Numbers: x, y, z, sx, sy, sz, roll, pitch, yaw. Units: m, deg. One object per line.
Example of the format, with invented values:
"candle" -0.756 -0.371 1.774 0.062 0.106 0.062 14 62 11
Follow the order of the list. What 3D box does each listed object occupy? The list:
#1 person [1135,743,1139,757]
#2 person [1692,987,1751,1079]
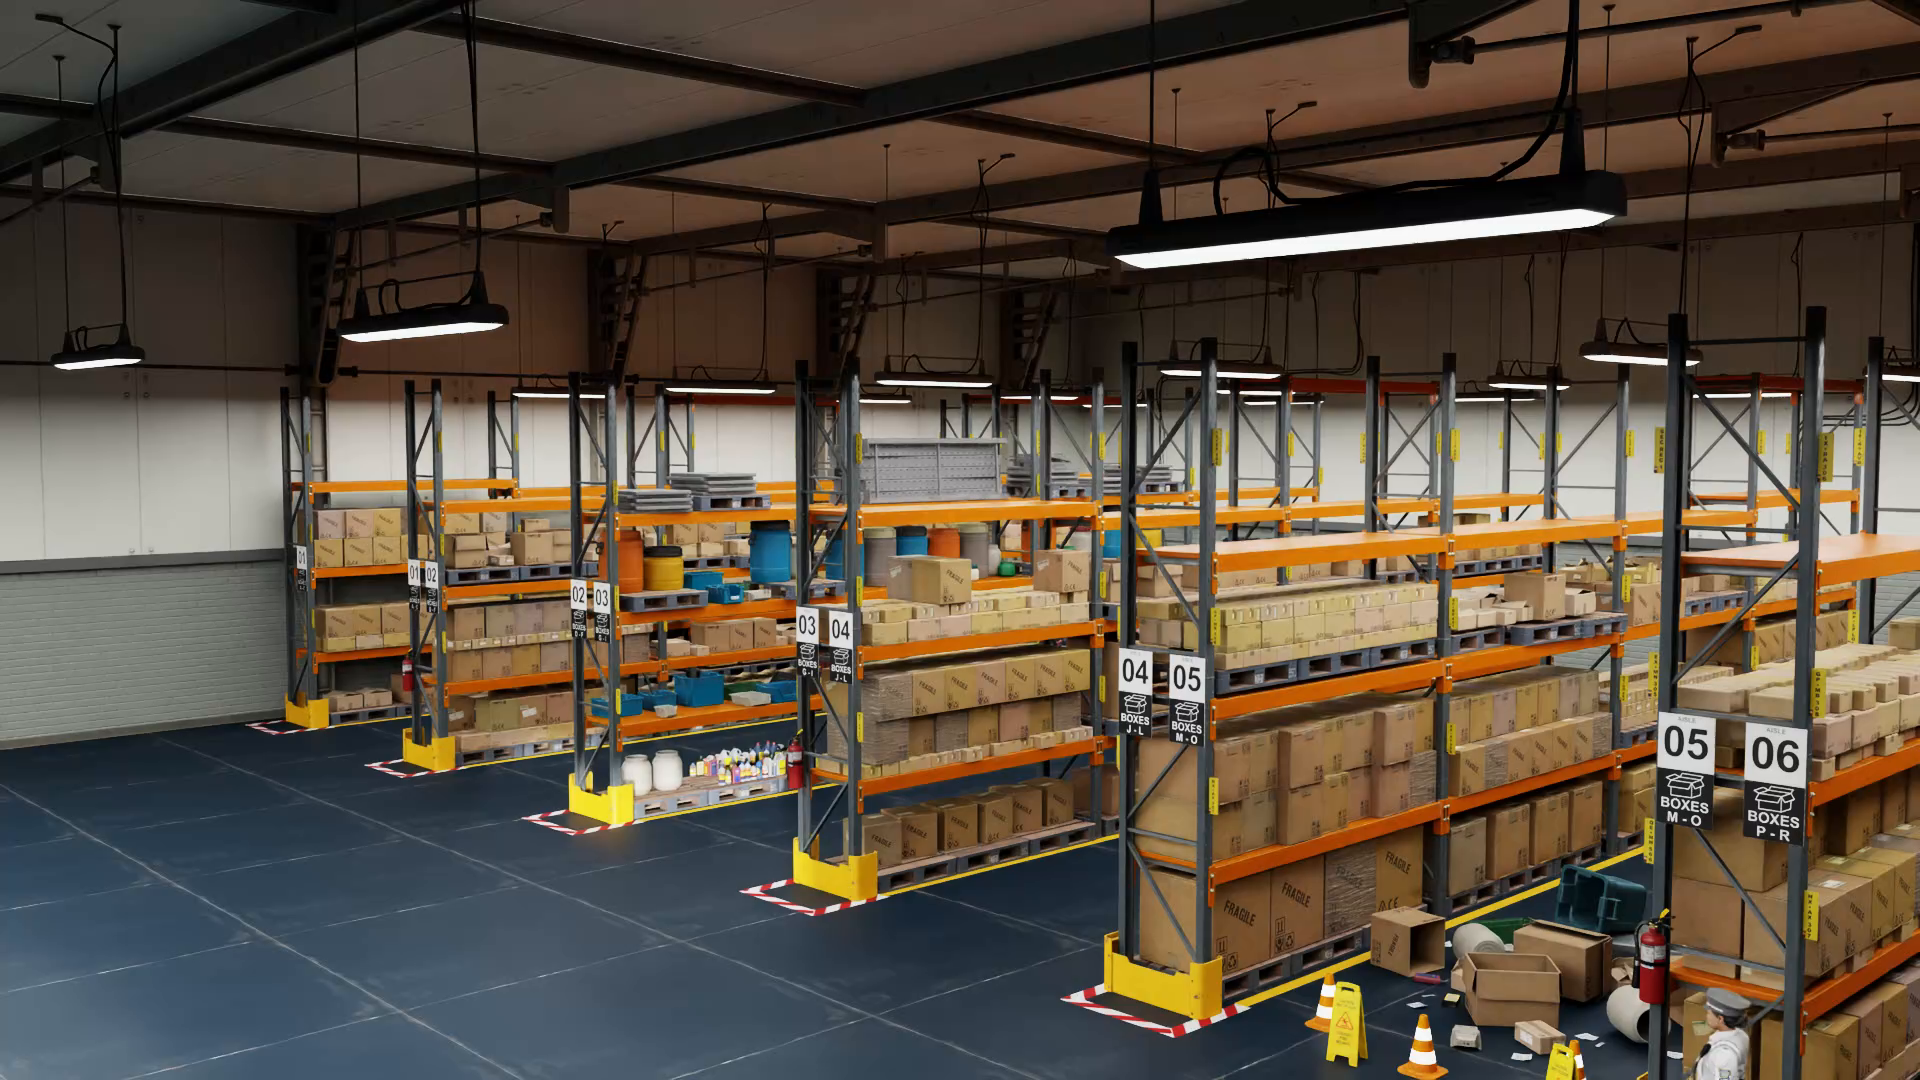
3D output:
"person" 2.566 2.791 24.563 0.464 1.692 0.537 2 4 30
"person" 4.878 3.655 10.445 0.733 1.656 0.500 1 4 22
